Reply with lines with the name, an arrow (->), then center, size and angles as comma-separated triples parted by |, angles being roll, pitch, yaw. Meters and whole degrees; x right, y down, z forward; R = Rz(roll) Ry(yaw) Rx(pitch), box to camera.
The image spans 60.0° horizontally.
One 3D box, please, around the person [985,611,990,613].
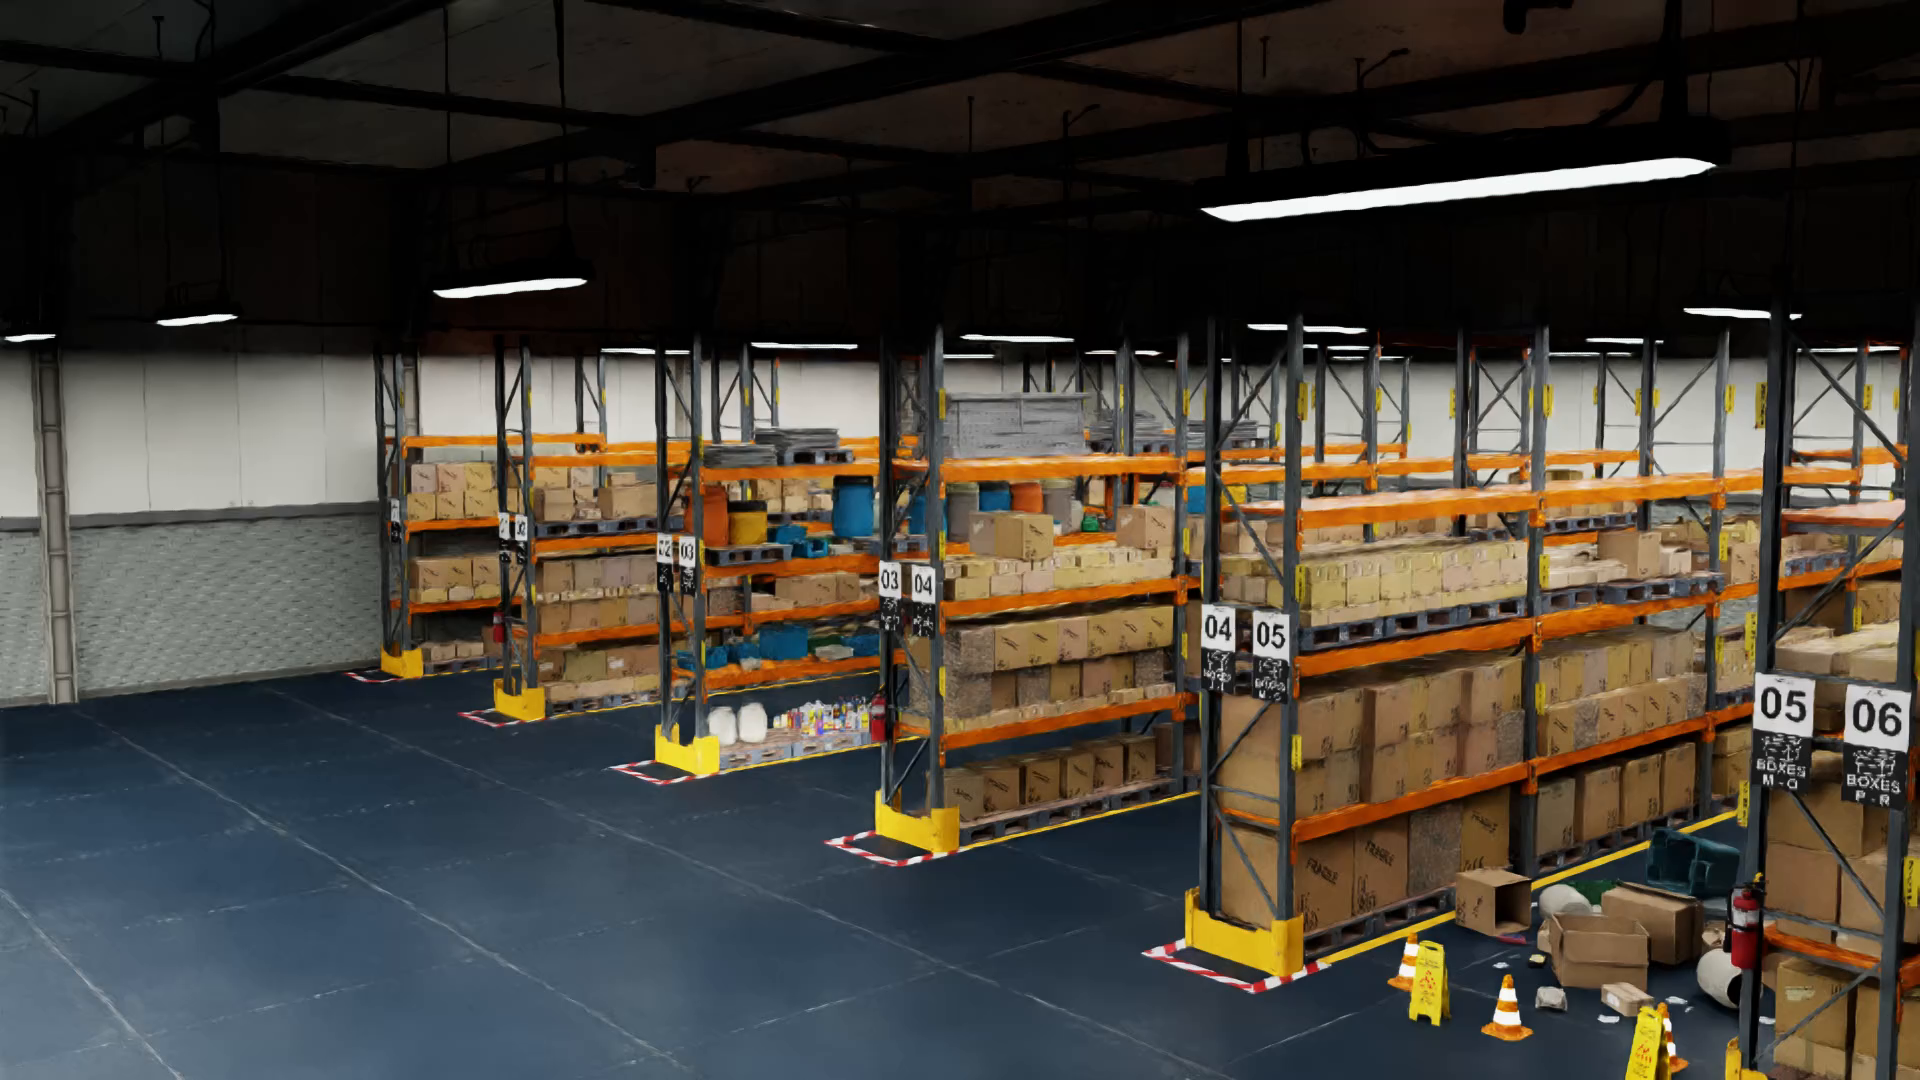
person -> 0.671, 1.708, 28.041 | 0.697, 1.771, 0.628 | -2, 6, -26
